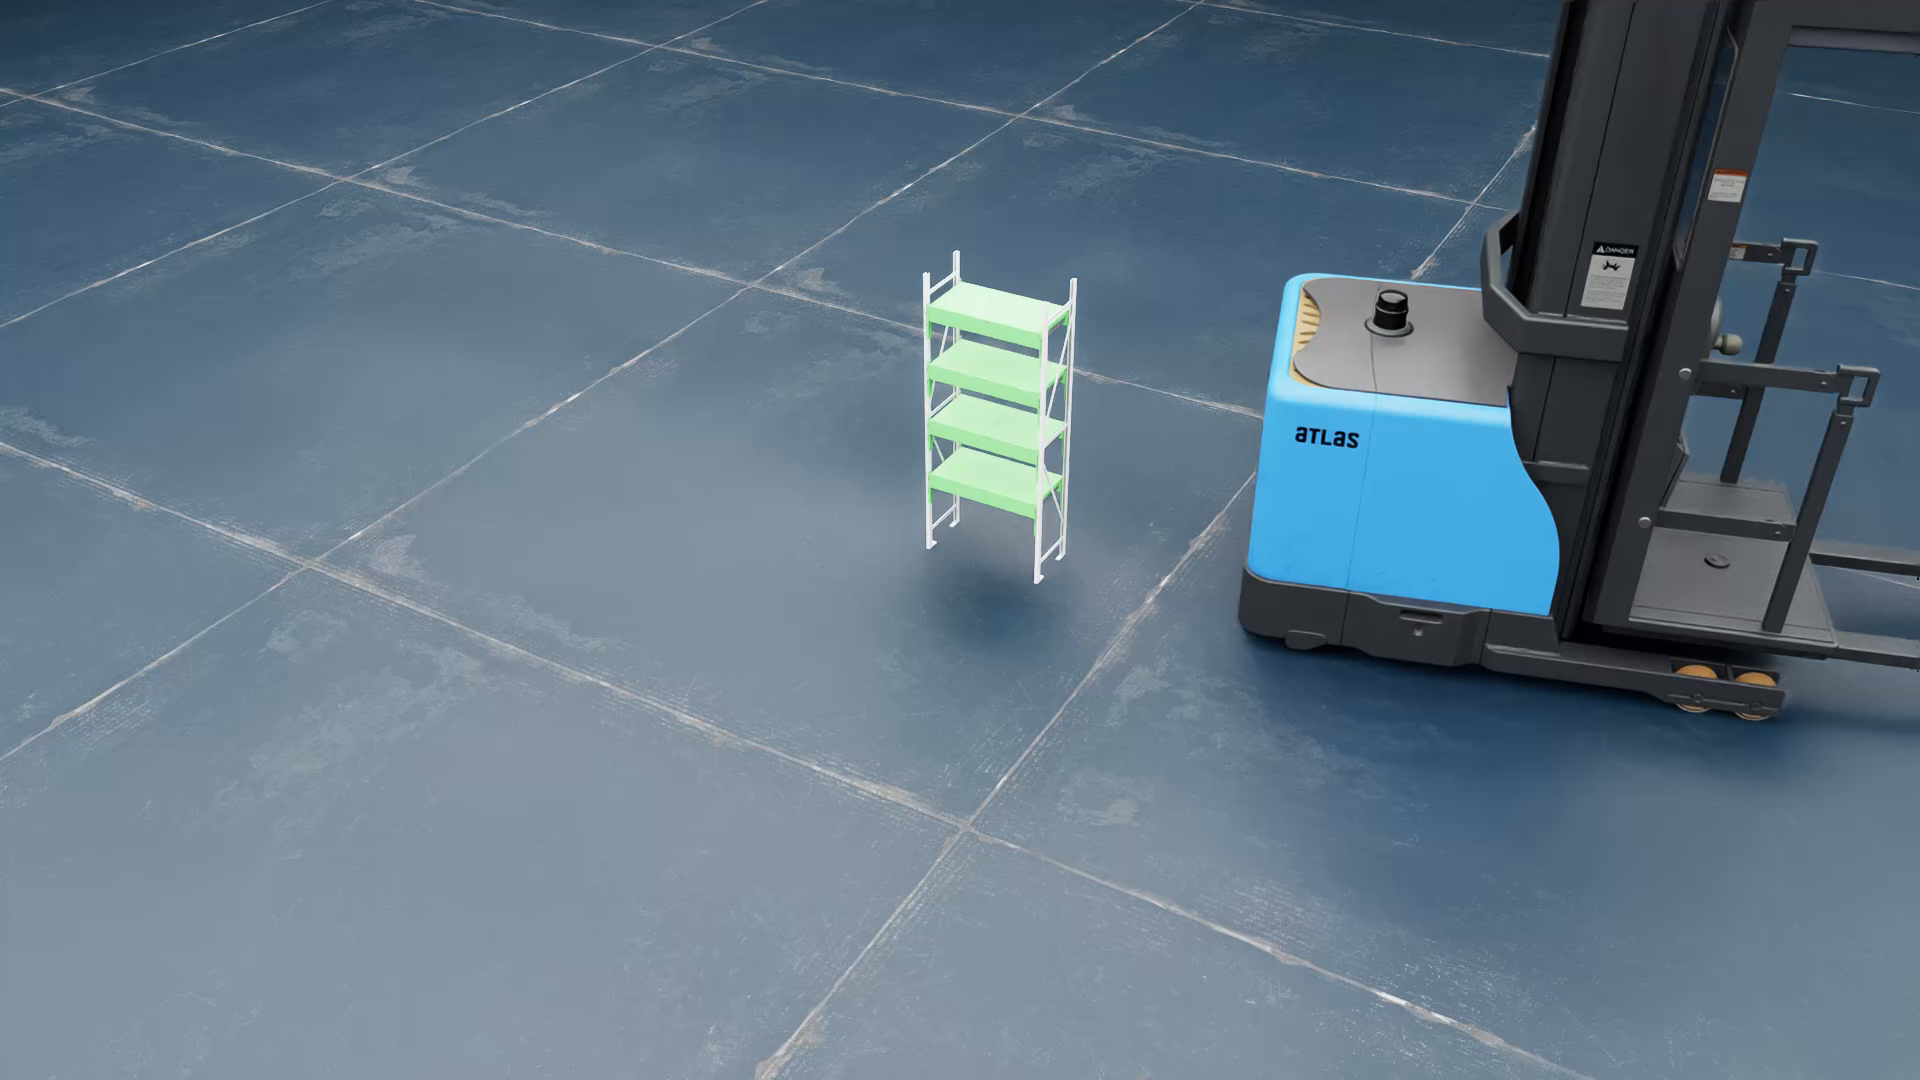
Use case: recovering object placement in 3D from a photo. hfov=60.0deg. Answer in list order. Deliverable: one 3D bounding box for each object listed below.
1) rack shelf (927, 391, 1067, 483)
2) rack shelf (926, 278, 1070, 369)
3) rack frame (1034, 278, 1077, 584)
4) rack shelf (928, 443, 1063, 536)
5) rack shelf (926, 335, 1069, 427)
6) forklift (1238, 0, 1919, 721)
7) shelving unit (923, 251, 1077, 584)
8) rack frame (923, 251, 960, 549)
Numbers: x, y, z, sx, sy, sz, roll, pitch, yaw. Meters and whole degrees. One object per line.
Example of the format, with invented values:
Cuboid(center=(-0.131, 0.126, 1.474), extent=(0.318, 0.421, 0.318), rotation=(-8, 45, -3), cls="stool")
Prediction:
Cuboid(center=(0.144, -0.401, 6.384), extent=(0.480, 0.148, 0.258), rotation=(18, 37, 24), cls="rack shelf")
Cuboid(center=(0.144, -0.800, 6.118), extent=(0.480, 0.148, 0.258), rotation=(18, 37, 24), cls="rack shelf")
Cuboid(center=(0.356, -0.387, 6.248), extent=(0.015, 1.200, 0.240), rotation=(18, 37, 24), cls="rack frame")
Cuboid(center=(0.144, -0.201, 6.518), extent=(0.480, 0.148, 0.258), rotation=(18, 37, 24), cls="rack shelf")
Cuboid(center=(0.144, -0.600, 6.251), extent=(0.480, 0.148, 0.258), rotation=(18, 37, 24), cls="rack shelf")
Cuboid(center=(2.607, -0.915, 5.480), extent=(3.031, 2.935, 1.130), rotation=(7, 34, 11), cls="forklift")
Cuboid(center=(0.144, -0.454, 6.349), extent=(0.503, 1.200, 0.258), rotation=(18, 37, 24), cls="shelving unit")
Cuboid(center=(-0.068, -0.521, 6.450), extent=(0.015, 1.200, 0.240), rotation=(18, 37, 24), cls="rack frame")
